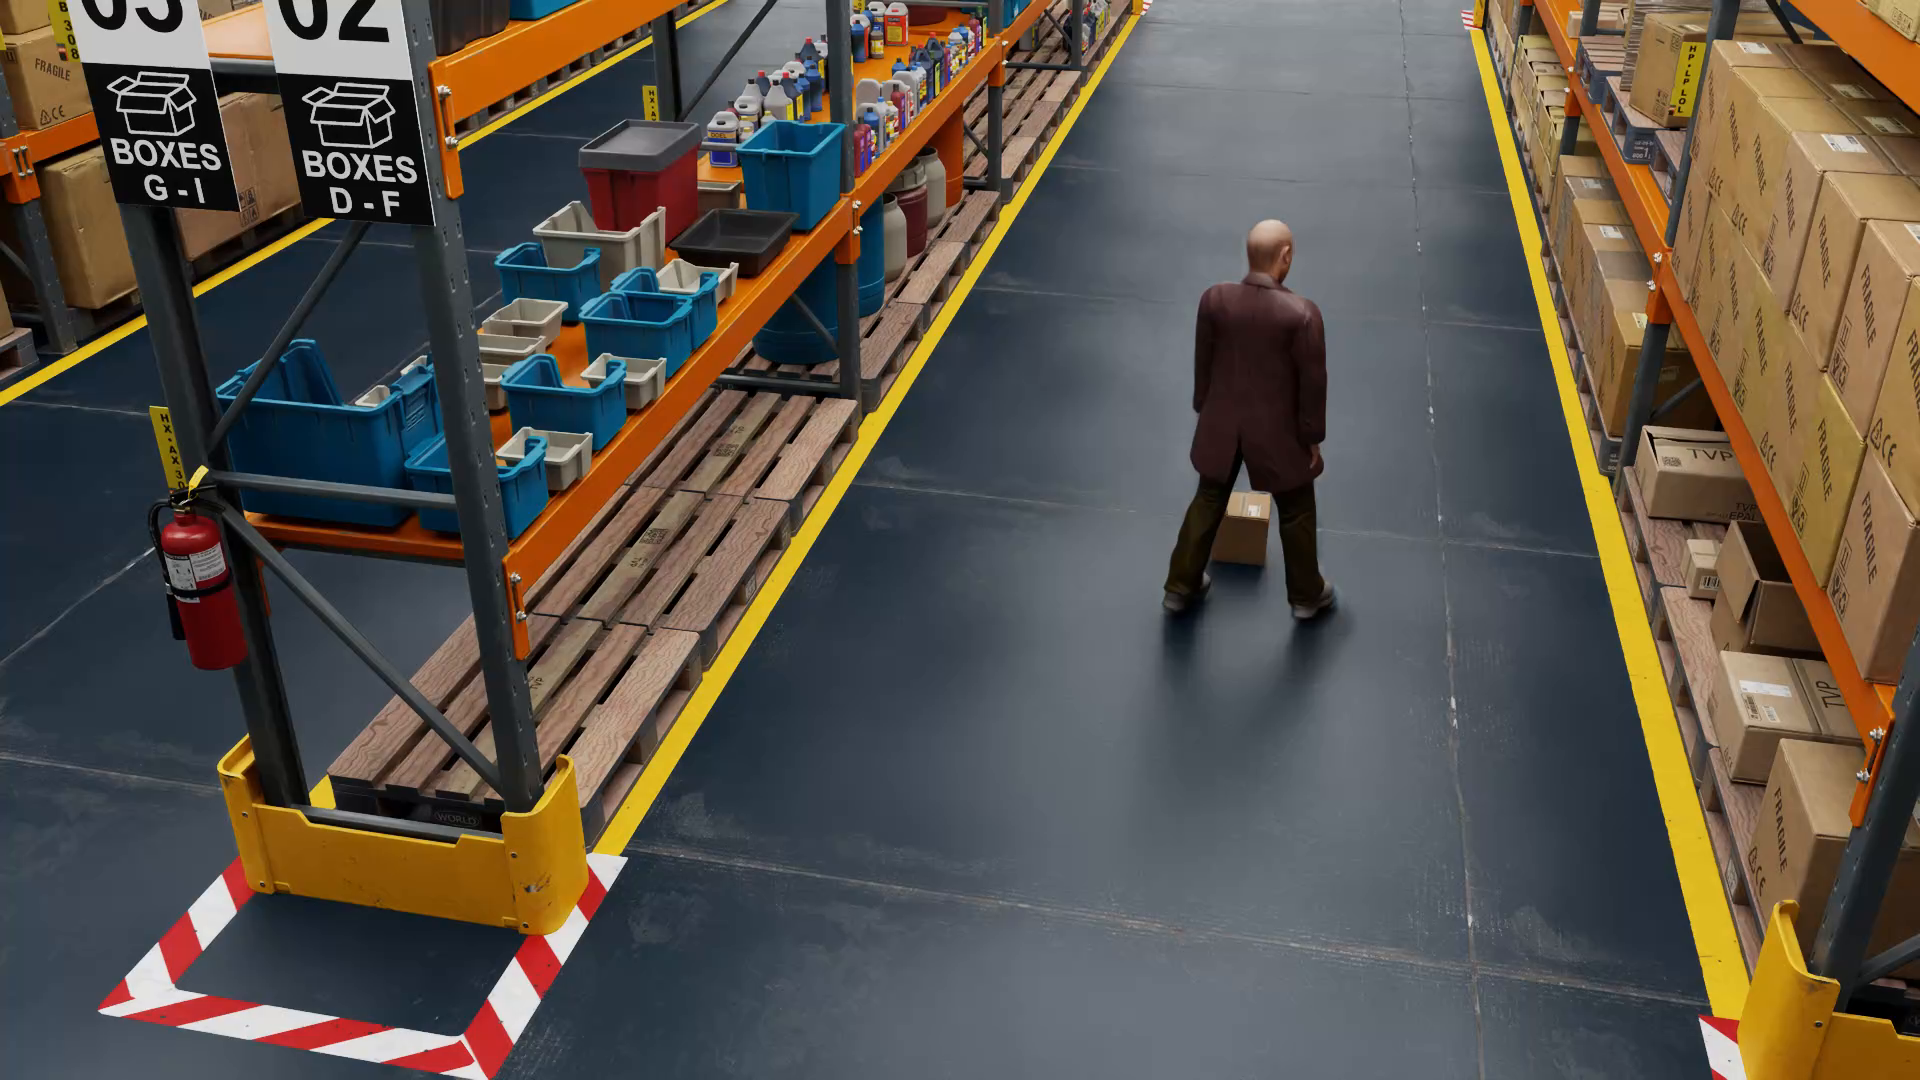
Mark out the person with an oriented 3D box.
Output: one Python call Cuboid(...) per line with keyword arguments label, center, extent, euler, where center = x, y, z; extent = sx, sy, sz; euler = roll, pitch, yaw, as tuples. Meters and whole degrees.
Cuboid(label="person", center=(1.282, -0.484, 7.019), extent=(0.651, 1.773, 0.630), euler=(16, 32, 26))
